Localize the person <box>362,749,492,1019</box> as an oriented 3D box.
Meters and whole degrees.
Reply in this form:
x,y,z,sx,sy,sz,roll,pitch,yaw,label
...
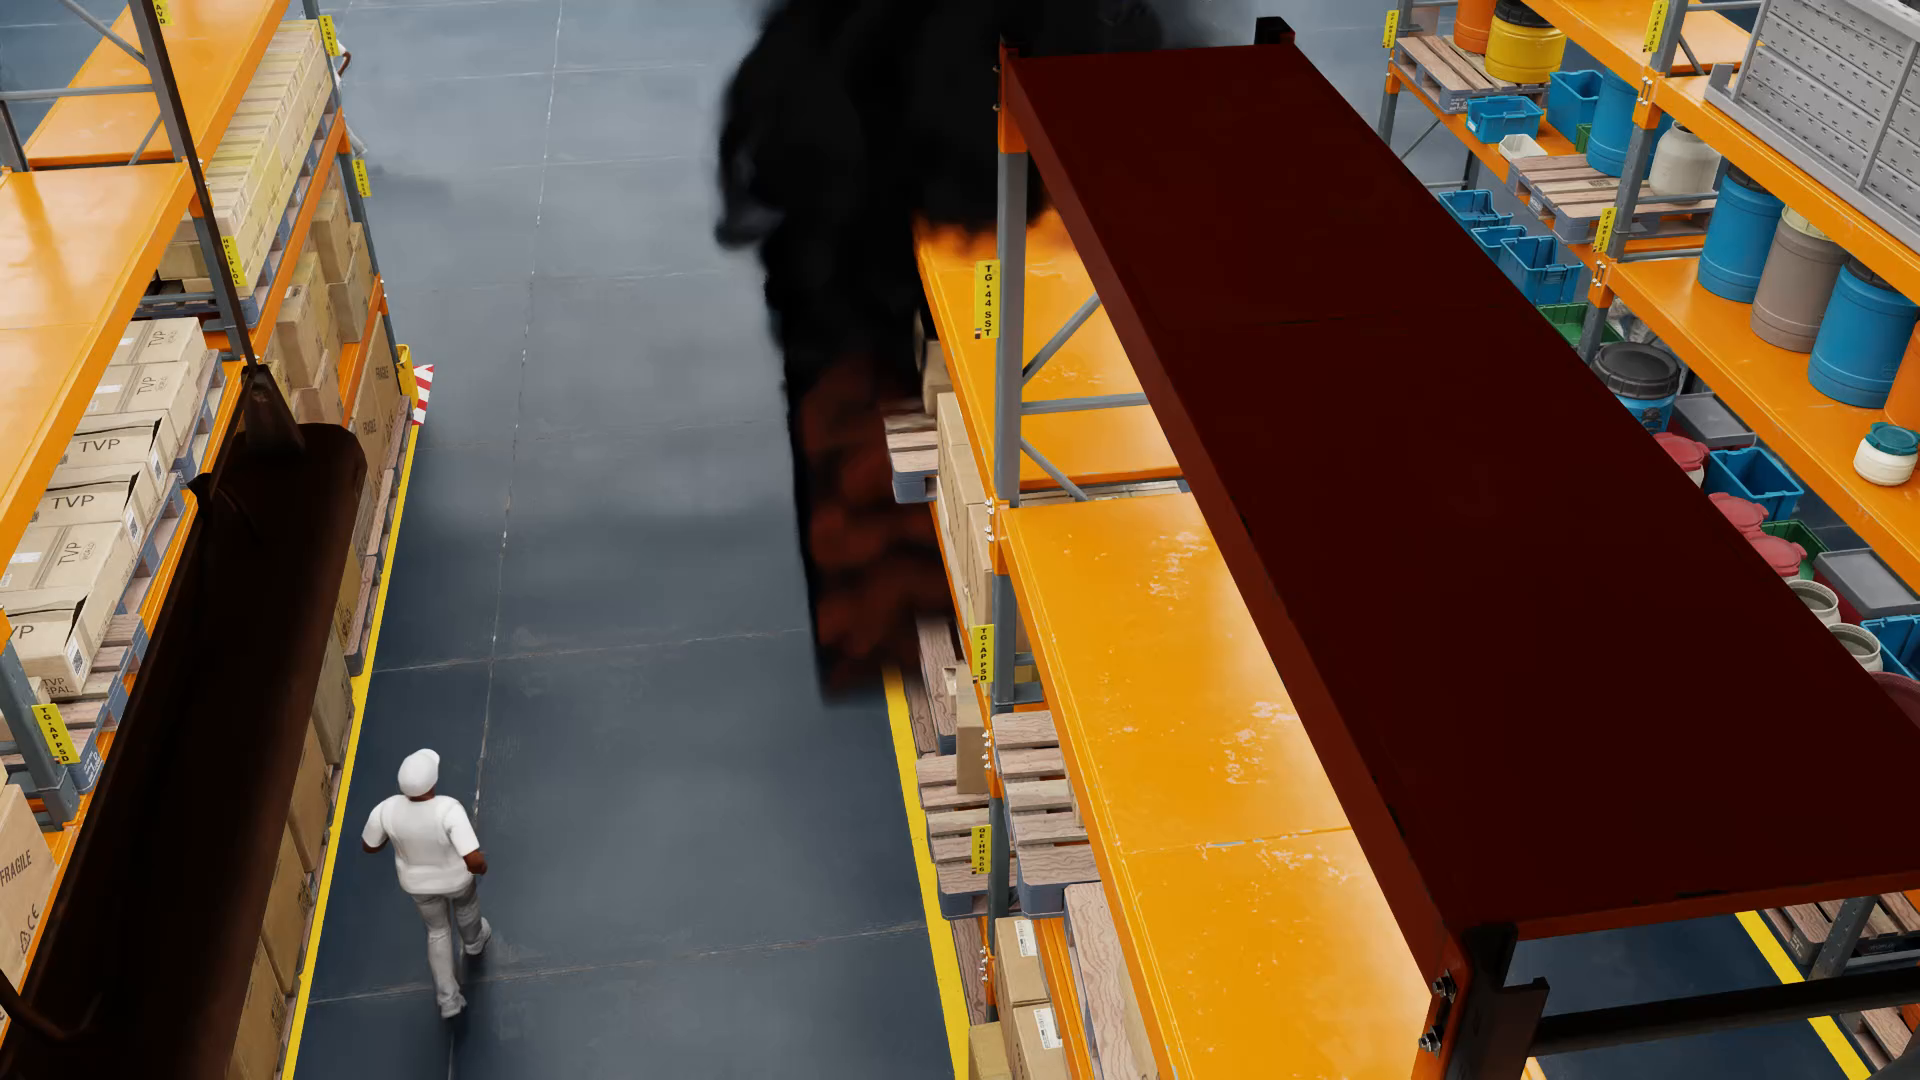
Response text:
x,y,z,sx,sy,sz,roll,pitch,yaw,label
-2.952,1.909,9.362,0.682,1.780,0.915,-4,36,-5,person

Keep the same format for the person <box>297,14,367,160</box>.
x,y,z,sx,sy,sz,roll,pitch,yaw,label
-7.233,-5.130,19.008,0.860,1.737,0.569,16,39,20,person

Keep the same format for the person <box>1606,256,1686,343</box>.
x,y,z,sx,sy,sz,roll,pitch,yaw,label
6.126,-2.222,15.011,0.669,1.732,0.660,-5,37,-7,person

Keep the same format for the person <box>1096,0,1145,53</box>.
x,y,z,sx,sy,sz,roll,pitch,yaw,label
2.011,-6.063,20.333,0.784,1.630,0.517,3,36,5,person
